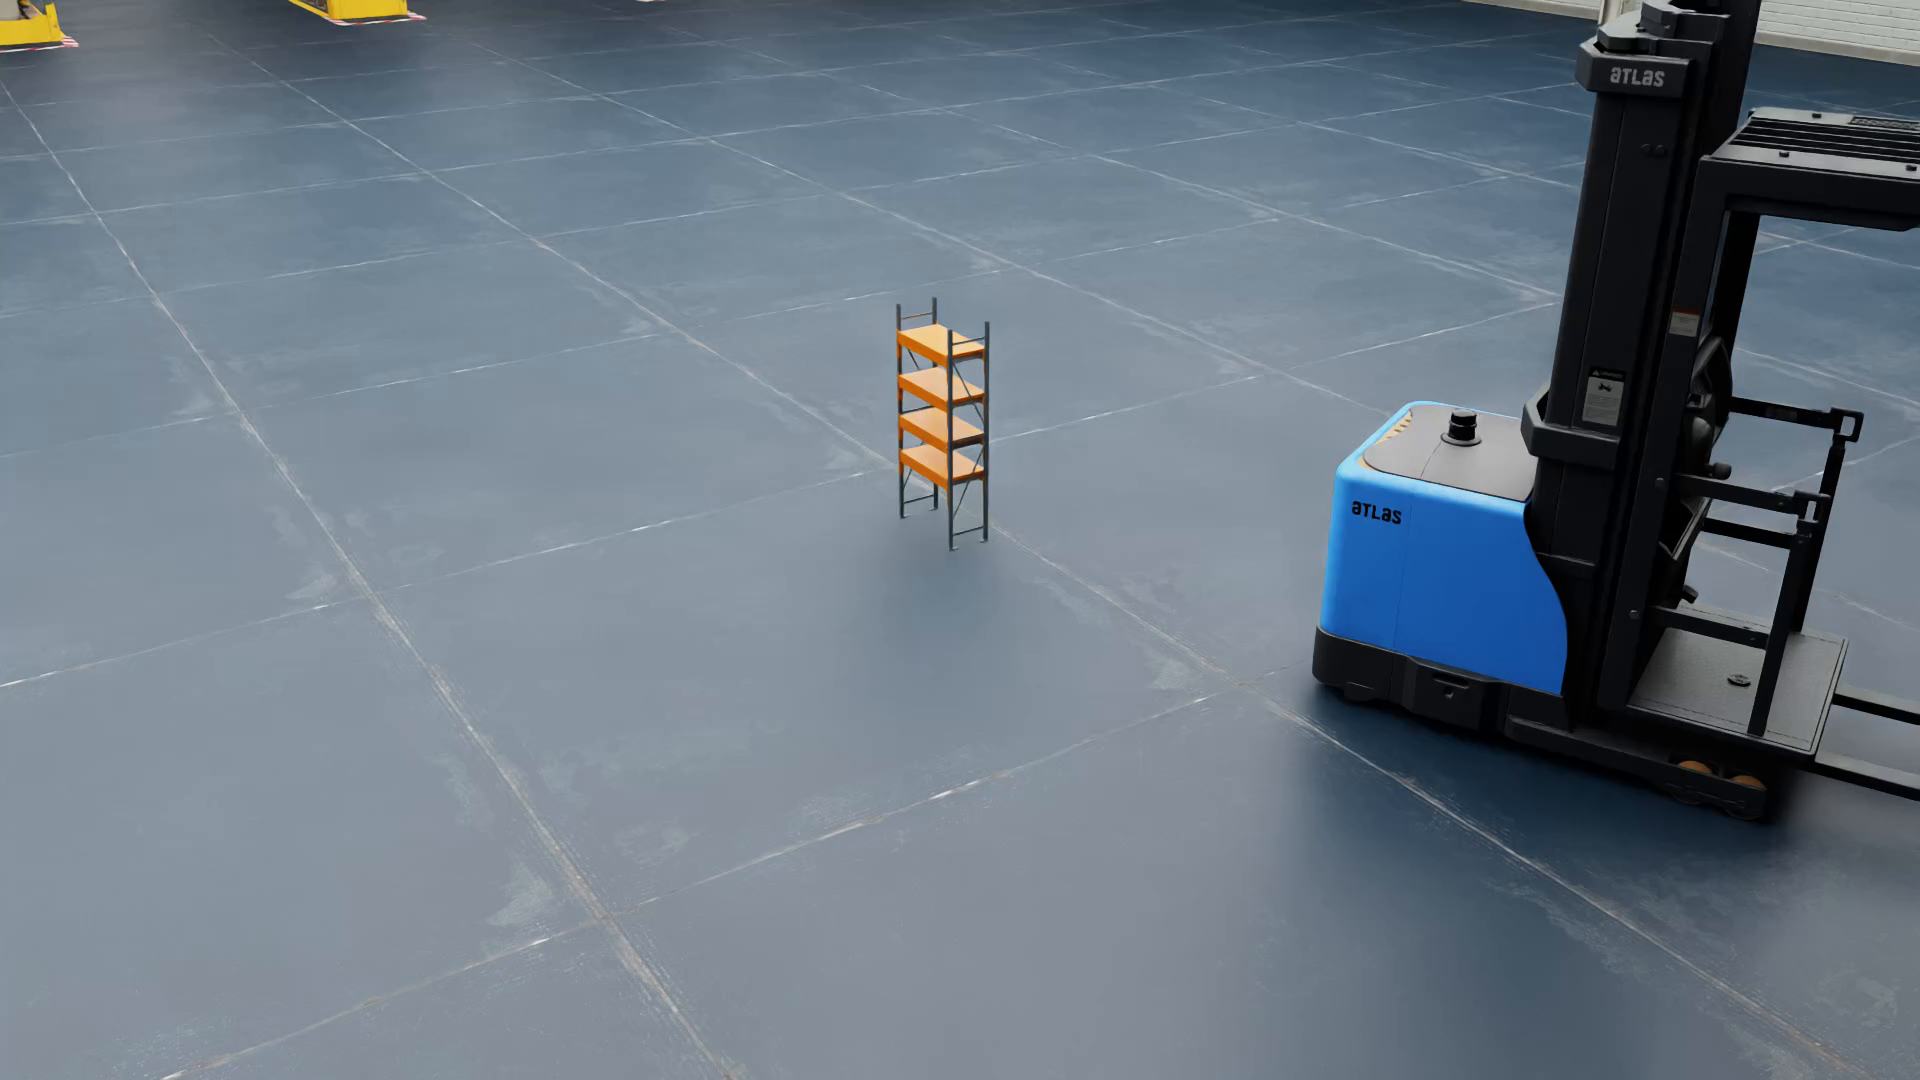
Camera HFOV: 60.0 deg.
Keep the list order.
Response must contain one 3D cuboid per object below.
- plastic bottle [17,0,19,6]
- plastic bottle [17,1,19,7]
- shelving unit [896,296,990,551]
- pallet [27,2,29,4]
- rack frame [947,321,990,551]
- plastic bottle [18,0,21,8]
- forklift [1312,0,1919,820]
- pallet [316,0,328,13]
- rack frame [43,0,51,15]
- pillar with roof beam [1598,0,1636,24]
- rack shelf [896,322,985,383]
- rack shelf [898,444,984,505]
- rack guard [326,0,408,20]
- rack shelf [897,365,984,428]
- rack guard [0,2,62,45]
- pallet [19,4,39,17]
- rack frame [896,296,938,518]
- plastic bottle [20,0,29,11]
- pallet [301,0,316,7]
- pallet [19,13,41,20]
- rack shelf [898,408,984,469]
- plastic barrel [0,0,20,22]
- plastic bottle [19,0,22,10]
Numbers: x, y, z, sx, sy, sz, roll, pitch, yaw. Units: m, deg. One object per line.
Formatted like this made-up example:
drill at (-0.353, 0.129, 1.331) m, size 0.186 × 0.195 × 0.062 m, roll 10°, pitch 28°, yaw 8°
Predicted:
plastic bottle at (-14.451, -8.333, 25.568) m, size 0.097 × 0.271 × 0.097 m, roll 0°, pitch 25°, yaw 0°
plastic bottle at (-14.505, -8.336, 25.658) m, size 0.097 × 0.201 × 0.097 m, roll 0°, pitch 25°, yaw 0°
shelving unit at (-0.090, -0.602, 8.619) m, size 0.258 × 1.200 × 0.503 m, roll -16°, pitch 29°, yaw -30°
pallet at (-15.332, -8.408, 26.313) m, size 1.003 × 0.211 × 1.213 m, roll -16°, pitch 29°, yaw -30°
rack frame at (0.043, -0.515, 8.434) m, size 0.240 × 1.200 × 0.015 m, roll -16°, pitch 29°, yaw -30°
plastic bottle at (-14.396, -8.297, 25.492) m, size 0.097 × 0.271 × 0.097 m, roll 0°, pitch 25°, yaw 0°
forklift at (3.073, -0.500, 6.376) m, size 3.031 × 2.935 × 1.130 m, roll 15°, pitch 29°, yaw 29°
pallet at (-9.786, -8.707, 26.947) m, size 1.003 × 0.211 × 1.213 m, roll -16°, pitch 29°, yaw -30°
rack frame at (-13.480, -8.488, 23.216) m, size 1.000 × 3.000 × 0.127 m, roll -16°, pitch 29°, yaw -30°
pillar with roof beam at (6.448, -10.986, 21.481) m, size 9.100 × 9.000 × 0.400 m, roll -16°, pitch 29°, yaw -30°
rack shelf at (-0.090, -0.957, 8.452) m, size 0.258 × 0.148 × 0.480 m, roll -16°, pitch 29°, yaw -30°
rack shelf at (-0.090, -0.361, 8.733) m, size 0.258 × 0.148 × 0.480 m, roll -16°, pitch 29°, yaw -30°
rack guard at (-9.372, -8.539, 26.253) m, size 1.175 × 0.500 × 0.348 m, roll -16°, pitch 29°, yaw -30°
rack shelf at (-0.090, -0.743, 8.553) m, size 0.258 × 0.148 × 0.480 m, roll -16°, pitch 29°, yaw -30°
rack guard at (-13.561, -7.374, 23.784) m, size 1.175 × 0.500 × 0.348 m, roll -16°, pitch 29°, yaw -30°
pallet at (-14.662, -7.971, 25.388) m, size 1.003 × 0.211 × 1.213 m, roll -16°, pitch 29°, yaw -30°
rack frame at (-0.224, -0.689, 8.804) m, size 0.240 × 1.200 × 0.015 m, roll -16°, pitch 29°, yaw -30°
plastic bottle at (-14.209, -8.174, 25.233) m, size 0.097 × 0.271 × 0.097 m, roll 0°, pitch 25°, yaw 0°
pallet at (-10.448, -9.143, 27.871) m, size 1.003 × 0.211 × 1.213 m, roll -16°, pitch 29°, yaw -30°
pallet at (-14.000, -7.535, 24.464) m, size 1.003 × 0.211 × 1.213 m, roll -16°, pitch 29°, yaw -30°
rack shelf at (-0.090, -0.541, 8.648) m, size 0.258 × 0.148 × 0.480 m, roll -16°, pitch 29°, yaw -30°
plastic barrel at (-13.904, -7.770, 24.119) m, size 0.421 × 0.512 × 0.421 m, roll 0°, pitch 25°, yaw 0°
plastic bottle at (-14.266, -8.180, 25.326) m, size 0.097 × 0.201 × 0.097 m, roll 0°, pitch 25°, yaw 0°
